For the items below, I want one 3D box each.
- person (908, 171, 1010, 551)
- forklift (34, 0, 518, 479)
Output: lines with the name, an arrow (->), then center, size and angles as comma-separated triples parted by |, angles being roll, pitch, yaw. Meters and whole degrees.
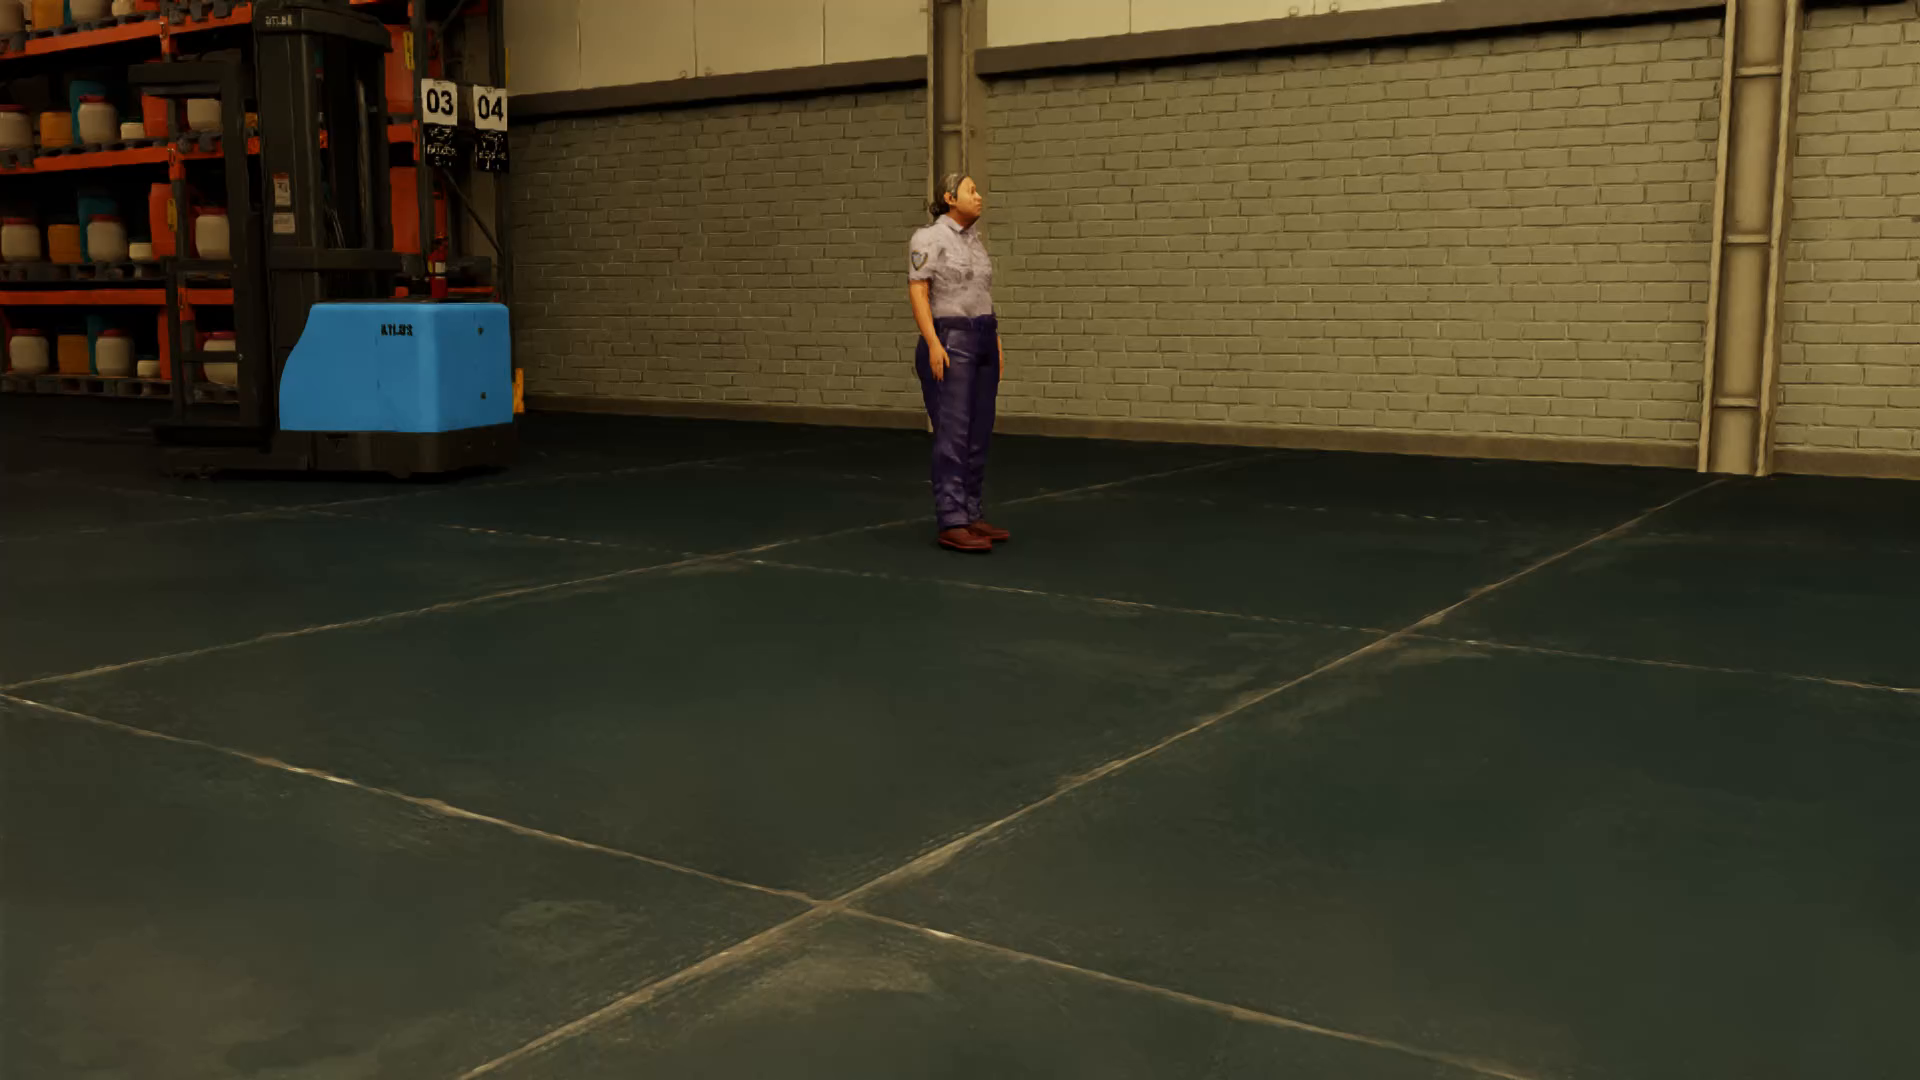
person -> 0.062, -0.813, 7.418 | 0.502, 1.650, 0.599 | 5, 10, 34
forklift -> -4.458, -1.901, 10.565 | 3.031, 2.935, 1.130 | 2, 8, 14
